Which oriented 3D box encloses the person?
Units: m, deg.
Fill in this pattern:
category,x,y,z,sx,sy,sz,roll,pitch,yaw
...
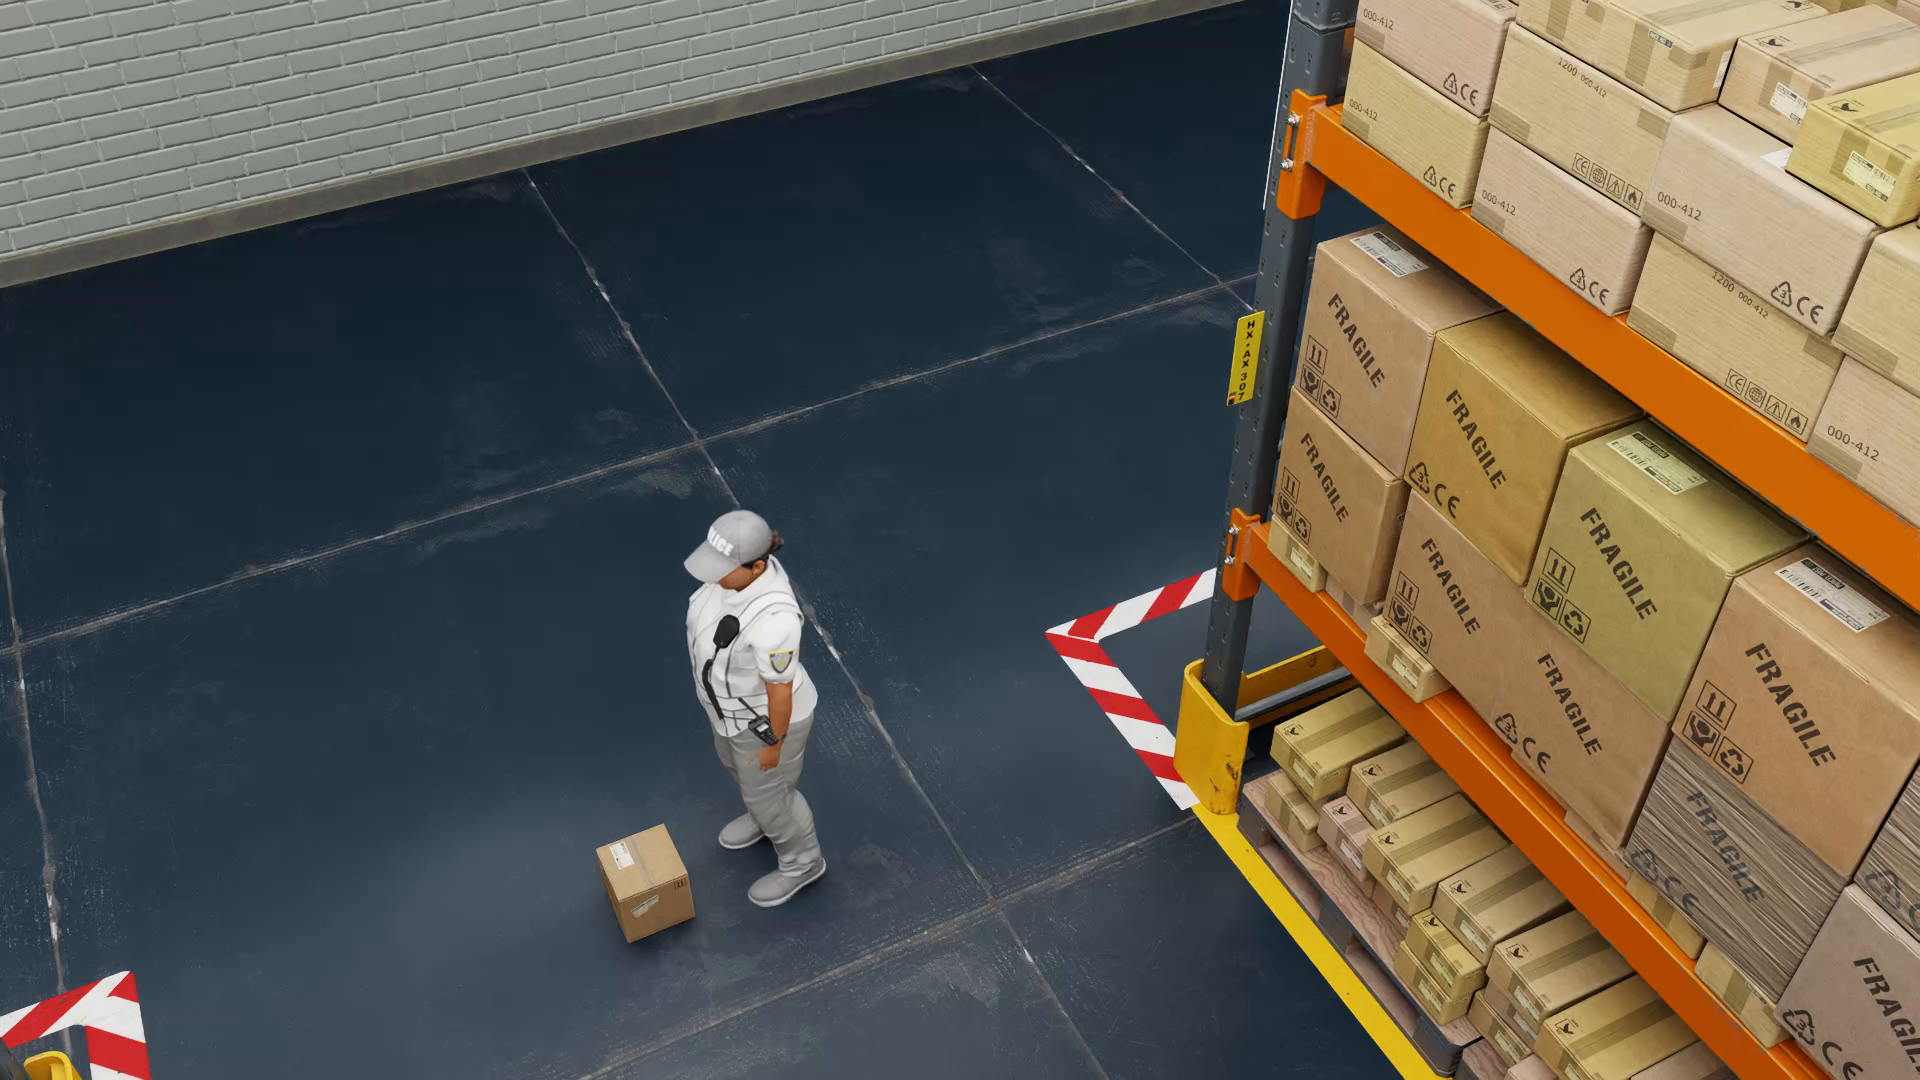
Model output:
category,x,y,z,sx,sy,sz,roll,pitch,yaw
person,-0.683,0.556,5.539,0.390,1.665,0.469,-18,45,-19
